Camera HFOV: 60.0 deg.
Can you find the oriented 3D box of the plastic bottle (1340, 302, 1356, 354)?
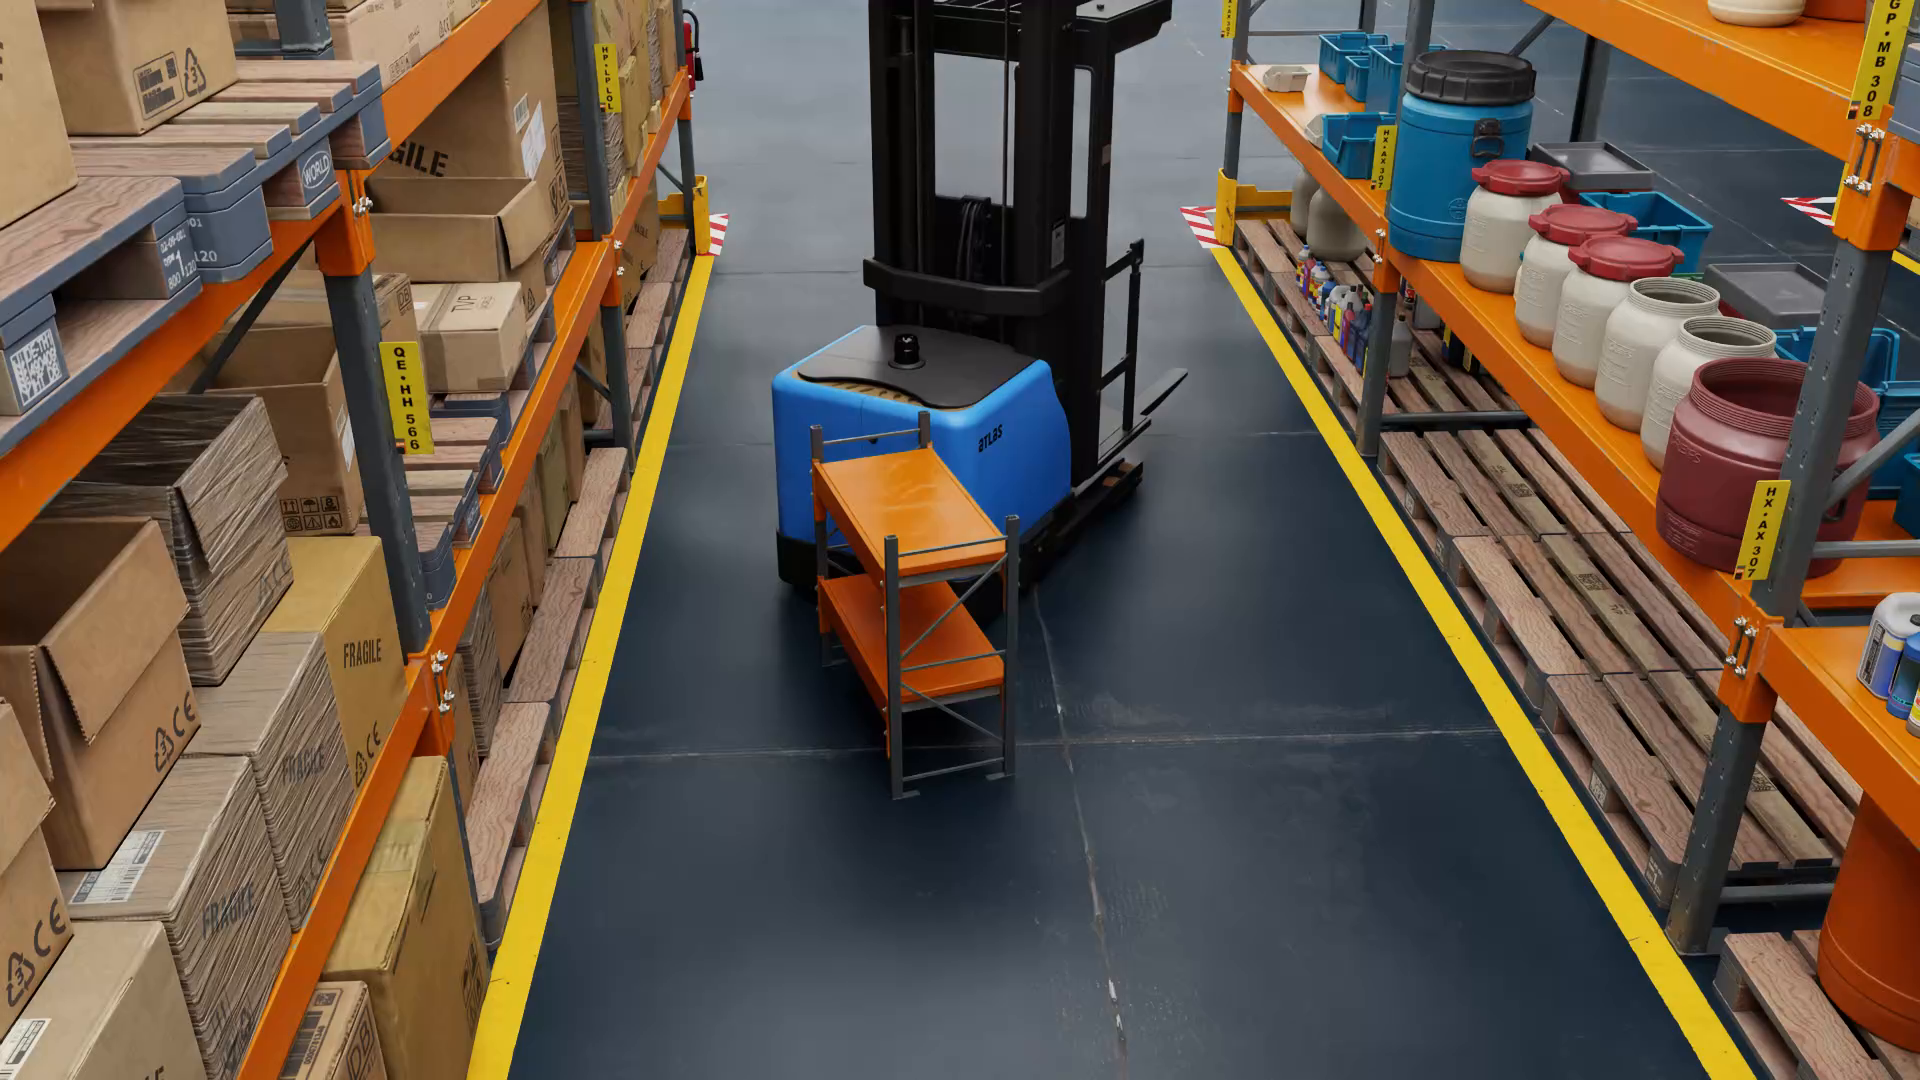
[{"bbox_3d":[2.312,-1.262,9.888,0.061,0.283,0.133,0,28,1],"label":"plastic bottle"}]

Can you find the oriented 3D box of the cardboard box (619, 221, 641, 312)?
[{"bbox_3d":[-2.366,-1.770,10.649,0.500,0.500,0.500,1,28,2],"label":"cardboard box"}]

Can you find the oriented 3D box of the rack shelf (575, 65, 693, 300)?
[{"bbox_3d":[-2.357,-2.303,10.200,1.077,0.370,4.000,-1,28,-3],"label":"rack shelf"}]

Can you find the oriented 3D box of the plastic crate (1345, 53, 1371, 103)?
[{"bbox_3d":[2.838,-3.075,11.064,0.499,0.251,0.408,-1,28,-3],"label":"plastic crate"}]

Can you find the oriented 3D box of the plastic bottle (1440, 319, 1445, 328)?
[{"bbox_3d":[3.034,-1.505,10.281,0.144,0.351,0.185,-2,28,-3],"label":"plastic bottle"}]

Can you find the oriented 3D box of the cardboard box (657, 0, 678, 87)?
[{"bbox_3d":[-2.314,-3.239,10.787,0.875,0.500,0.500,-1,28,-3],"label":"cardboard box"}]

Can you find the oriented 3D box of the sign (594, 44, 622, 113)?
[{"bbox_3d":[-1.698,-2.227,8.024,0.100,0.325,0.005,-1,28,-3],"label":"sign"}]

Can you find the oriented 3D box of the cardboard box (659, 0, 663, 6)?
[{"bbox_3d":[-2.154,-3.686,10.564,0.500,0.500,0.500,-1,28,-3],"label":"cardboard box"}]

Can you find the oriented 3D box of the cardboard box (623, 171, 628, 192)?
[{"bbox_3d":[-2.004,-1.924,8.967,0.380,0.149,0.250,-1,28,-3],"label":"cardboard box"}]

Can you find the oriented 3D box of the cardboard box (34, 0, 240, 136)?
[{"bbox_3d":[-1.940,-1.133,3.370,0.797,0.503,0.637,0,28,0],"label":"cardboard box"}]

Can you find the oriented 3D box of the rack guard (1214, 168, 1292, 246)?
[{"bbox_3d":[2.536,-2.523,12.547,1.175,0.500,0.348,-1,28,-3],"label":"rack guard"}]

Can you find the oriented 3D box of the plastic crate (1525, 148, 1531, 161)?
[{"bbox_3d":[2.794,-2.035,8.976,0.767,0.338,0.504,-1,28,-3],"label":"plastic crate"}]

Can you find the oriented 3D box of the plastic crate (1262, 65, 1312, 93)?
[{"bbox_3d":[2.211,-3.127,11.288,0.298,0.136,0.250,-1,28,-3],"label":"plastic crate"}]

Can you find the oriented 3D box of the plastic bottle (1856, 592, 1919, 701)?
[{"bbox_3d":[2.603,0.292,4.581,0.152,0.276,0.135,-1,28,-3],"label":"plastic bottle"}]

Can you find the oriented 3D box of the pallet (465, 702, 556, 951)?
[{"bbox_3d":[-2.083,1.024,6.058,1.003,0.211,1.213,-1,28,-3],"label":"pallet"}]

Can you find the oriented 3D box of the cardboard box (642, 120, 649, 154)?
[{"bbox_3d":[-2.055,-2.386,9.853,0.380,0.149,0.250,-1,28,-3],"label":"cardboard box"}]

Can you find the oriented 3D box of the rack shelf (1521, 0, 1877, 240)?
[{"bbox_3d":[2.798,-1.905,6.194,1.077,0.370,4.000,-1,28,-3],"label":"rack shelf"}]

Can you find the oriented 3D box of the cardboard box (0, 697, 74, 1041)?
[{"bbox_3d":[-1.948,0.608,2.647,0.797,0.503,0.637,-1,28,-1],"label":"cardboard box"}]

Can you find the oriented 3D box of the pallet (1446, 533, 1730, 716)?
[{"bbox_3d":[2.840,0.345,7.361,1.003,0.211,1.213,-1,28,-3],"label":"pallet"}]

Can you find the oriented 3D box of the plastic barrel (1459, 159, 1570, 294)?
[{"bbox_3d":[2.525,-1.431,7.604,0.433,0.535,0.433,0,28,0],"label":"plastic barrel"}]

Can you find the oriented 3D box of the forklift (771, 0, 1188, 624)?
[{"bbox_3d":[0.303,-1.554,8.060,1.130,2.935,3.031,14,31,25],"label":"forklift"}]

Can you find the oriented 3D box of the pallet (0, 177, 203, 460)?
[{"bbox_3d":[-1.895,-0.285,2.513,1.003,0.211,1.213,0,28,0],"label":"pallet"}]

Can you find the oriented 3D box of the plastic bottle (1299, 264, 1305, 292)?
[{"bbox_3d":[2.274,-1.727,10.868,0.097,0.201,0.097,0,28,0],"label":"plastic bottle"}]

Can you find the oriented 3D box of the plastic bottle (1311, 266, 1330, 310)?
[{"bbox_3d":[2.292,-1.601,10.551,0.097,0.271,0.097,0,28,0],"label":"plastic bottle"}]

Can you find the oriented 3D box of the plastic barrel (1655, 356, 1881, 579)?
[{"bbox_3d":[2.576,-0.238,5.316,0.600,0.536,0.708,-1,28,-3],"label":"plastic barrel"}]

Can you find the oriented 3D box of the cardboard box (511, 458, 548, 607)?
[{"bbox_3d":[-2.206,-0.022,7.276,0.700,0.500,0.500,-4,28,-7],"label":"cardboard box"}]

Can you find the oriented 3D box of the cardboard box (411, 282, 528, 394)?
[{"bbox_3d":[-1.901,-0.750,6.153,0.500,0.250,0.500,-2,28,-4],"label":"cardboard box"}]

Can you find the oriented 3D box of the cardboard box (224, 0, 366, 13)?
[{"bbox_3d":[-1.811,-1.670,4.317,0.500,0.500,0.500,-1,28,-2],"label":"cardboard box"}]

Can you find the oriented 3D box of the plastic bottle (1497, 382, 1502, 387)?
[{"bbox_3d":[3.110,-0.977,9.430,0.097,0.201,0.097,0,28,0],"label":"plastic bottle"}]

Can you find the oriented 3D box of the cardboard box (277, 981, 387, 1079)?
[{"bbox_3d":[-1.989,1.636,3.714,1.225,0.875,0.875,-1,28,-2],"label":"cardboard box"}]

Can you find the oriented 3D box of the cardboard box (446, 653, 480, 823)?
[{"bbox_3d":[-2.098,0.753,5.790,0.700,0.500,0.500,-3,28,-5],"label":"cardboard box"}]

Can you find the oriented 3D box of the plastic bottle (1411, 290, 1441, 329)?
[{"bbox_3d":[2.888,-1.457,10.269,0.152,0.276,0.135,-1,28,-3],"label":"plastic bottle"}]

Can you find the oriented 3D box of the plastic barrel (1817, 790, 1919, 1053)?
[{"bbox_3d":[2.945,1.031,4.923,0.600,0.830,0.708,-1,28,-3],"label":"plastic barrel"}]

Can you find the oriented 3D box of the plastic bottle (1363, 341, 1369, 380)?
[{"bbox_3d":[2.339,-1.023,9.429,0.061,0.283,0.133,0,28,0],"label":"plastic bottle"}]

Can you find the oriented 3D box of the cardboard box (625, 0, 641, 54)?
[{"bbox_3d":[-2.075,-2.994,9.235,0.500,0.500,0.500,-1,28,-3],"label":"cardboard box"}]

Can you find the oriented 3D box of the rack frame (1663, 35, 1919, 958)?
[{"bbox_3d":[2.903,0.029,4.950,1.000,3.000,0.127,-1,28,-3],"label":"rack frame"}]

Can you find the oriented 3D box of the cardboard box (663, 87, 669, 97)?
[{"bbox_3d":[-2.163,-3.078,11.180,0.380,0.149,0.250,-1,28,-3],"label":"cardboard box"}]

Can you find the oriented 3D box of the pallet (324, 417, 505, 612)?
[{"bbox_3d":[-2.187,-0.093,5.392,1.213,0.211,1.003,-1,28,-3],"label":"pallet"}]

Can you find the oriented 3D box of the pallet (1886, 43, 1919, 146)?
[{"bbox_3d":[2.845,-0.861,3.619,1.003,0.211,1.213,-1,28,-3],"label":"pallet"}]

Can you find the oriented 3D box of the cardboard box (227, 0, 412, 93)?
[{"bbox_3d":[-1.814,-1.338,4.490,0.500,0.250,0.500,-1,28,-2],"label":"cardboard box"}]

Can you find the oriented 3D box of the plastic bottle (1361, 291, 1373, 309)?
[{"bbox_3d":[2.447,-1.351,10.059,0.061,0.283,0.133,-1,28,-3],"label":"plastic bottle"}]

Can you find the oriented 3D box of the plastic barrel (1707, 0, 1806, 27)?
[{"bbox_3d":[2.603,-1.821,5.404,0.301,0.262,0.301,0,28,0],"label":"plastic barrel"}]

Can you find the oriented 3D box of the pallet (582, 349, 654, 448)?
[{"bbox_3d":[-2.323,-0.771,9.501,1.003,0.211,1.213,-1,28,-3],"label":"pallet"}]

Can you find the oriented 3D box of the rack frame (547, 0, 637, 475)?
[{"bbox_3d":[-2.252,-1.698,8.263,1.000,3.000,0.127,-1,28,-3],"label":"rack frame"}]

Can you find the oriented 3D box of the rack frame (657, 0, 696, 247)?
[{"bbox_3d":[-2.461,-3.546,11.805,1.000,3.000,0.127,-1,28,-3],"label":"rack frame"}]

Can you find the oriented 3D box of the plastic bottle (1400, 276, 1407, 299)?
[{"bbox_3d":[2.898,-1.699,10.725,0.061,0.283,0.133,-1,28,-3],"label":"plastic bottle"}]

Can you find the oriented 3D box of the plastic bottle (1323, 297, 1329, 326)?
[{"bbox_3d":[2.308,-1.430,10.298,0.097,0.201,0.097,0,28,0],"label":"plastic bottle"}]

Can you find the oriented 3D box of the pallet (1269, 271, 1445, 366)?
[{"bbox_3d":[2.634,-1.458,10.816,1.003,0.211,1.213,-1,28,-3],"label":"pallet"}]

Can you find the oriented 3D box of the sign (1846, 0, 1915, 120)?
[{"bbox_3d":[2.354,-1.238,4.249,0.100,0.325,0.005,-1,28,-3],"label":"sign"}]

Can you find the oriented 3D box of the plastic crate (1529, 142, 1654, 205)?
[{"bbox_3d":[3.025,-1.630,8.063,0.402,0.464,0.583,-1,28,-3],"label":"plastic crate"}]

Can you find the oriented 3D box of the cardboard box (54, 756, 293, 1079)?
[{"bbox_3d":[-1.720,0.796,3.371,0.500,0.500,0.500,-2,28,-4],"label":"cardboard box"}]

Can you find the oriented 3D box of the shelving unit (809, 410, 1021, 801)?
[{"bbox_3d":[-0.195,0.230,6.592,0.538,1.125,1.048,-9,29,-17],"label":"shelving unit"}]

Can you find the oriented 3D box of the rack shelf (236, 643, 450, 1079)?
[{"bbox_3d":[-1.939,1.391,3.117,1.077,0.370,4.000,-1,28,-3],"label":"rack shelf"}]

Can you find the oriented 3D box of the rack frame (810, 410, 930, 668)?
[{"bbox_3d":[-0.363,0.009,7.017,0.500,1.125,0.032,-9,29,-17],"label":"rack frame"}]

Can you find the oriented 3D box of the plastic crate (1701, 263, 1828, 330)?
[{"bbox_3d":[3.124,-0.753,6.381,0.402,0.464,0.583,-1,28,-3],"label":"plastic crate"}]

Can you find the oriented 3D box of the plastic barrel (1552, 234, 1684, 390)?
[{"bbox_3d":[2.586,-0.893,6.571,0.433,0.535,0.433,0,28,0],"label":"plastic barrel"}]
